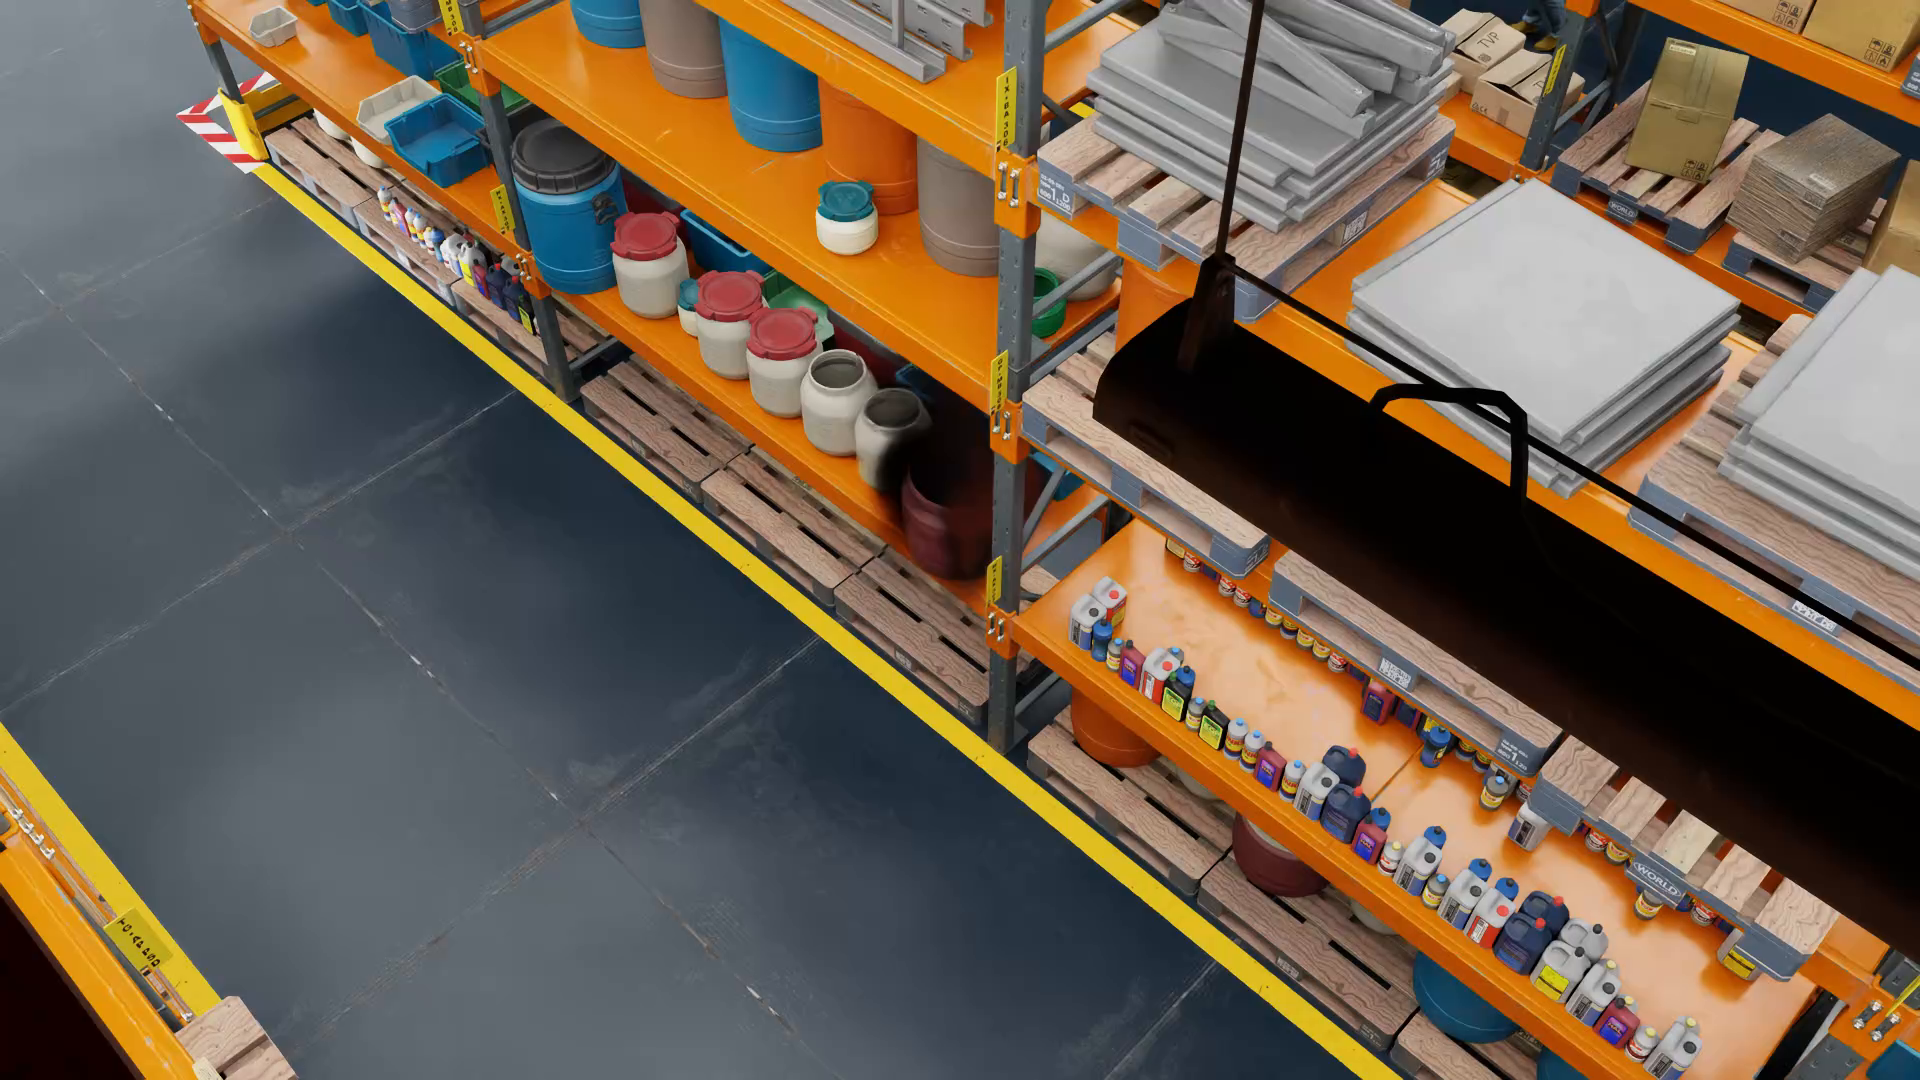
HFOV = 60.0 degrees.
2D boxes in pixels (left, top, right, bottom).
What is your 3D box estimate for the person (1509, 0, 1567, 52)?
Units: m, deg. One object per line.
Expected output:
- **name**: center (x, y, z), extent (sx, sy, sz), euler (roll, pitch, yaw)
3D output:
- **person**: center (4.786, -4.791, 13.269), extent (0.433, 1.778, 0.619), euler (-13, 51, -11)
